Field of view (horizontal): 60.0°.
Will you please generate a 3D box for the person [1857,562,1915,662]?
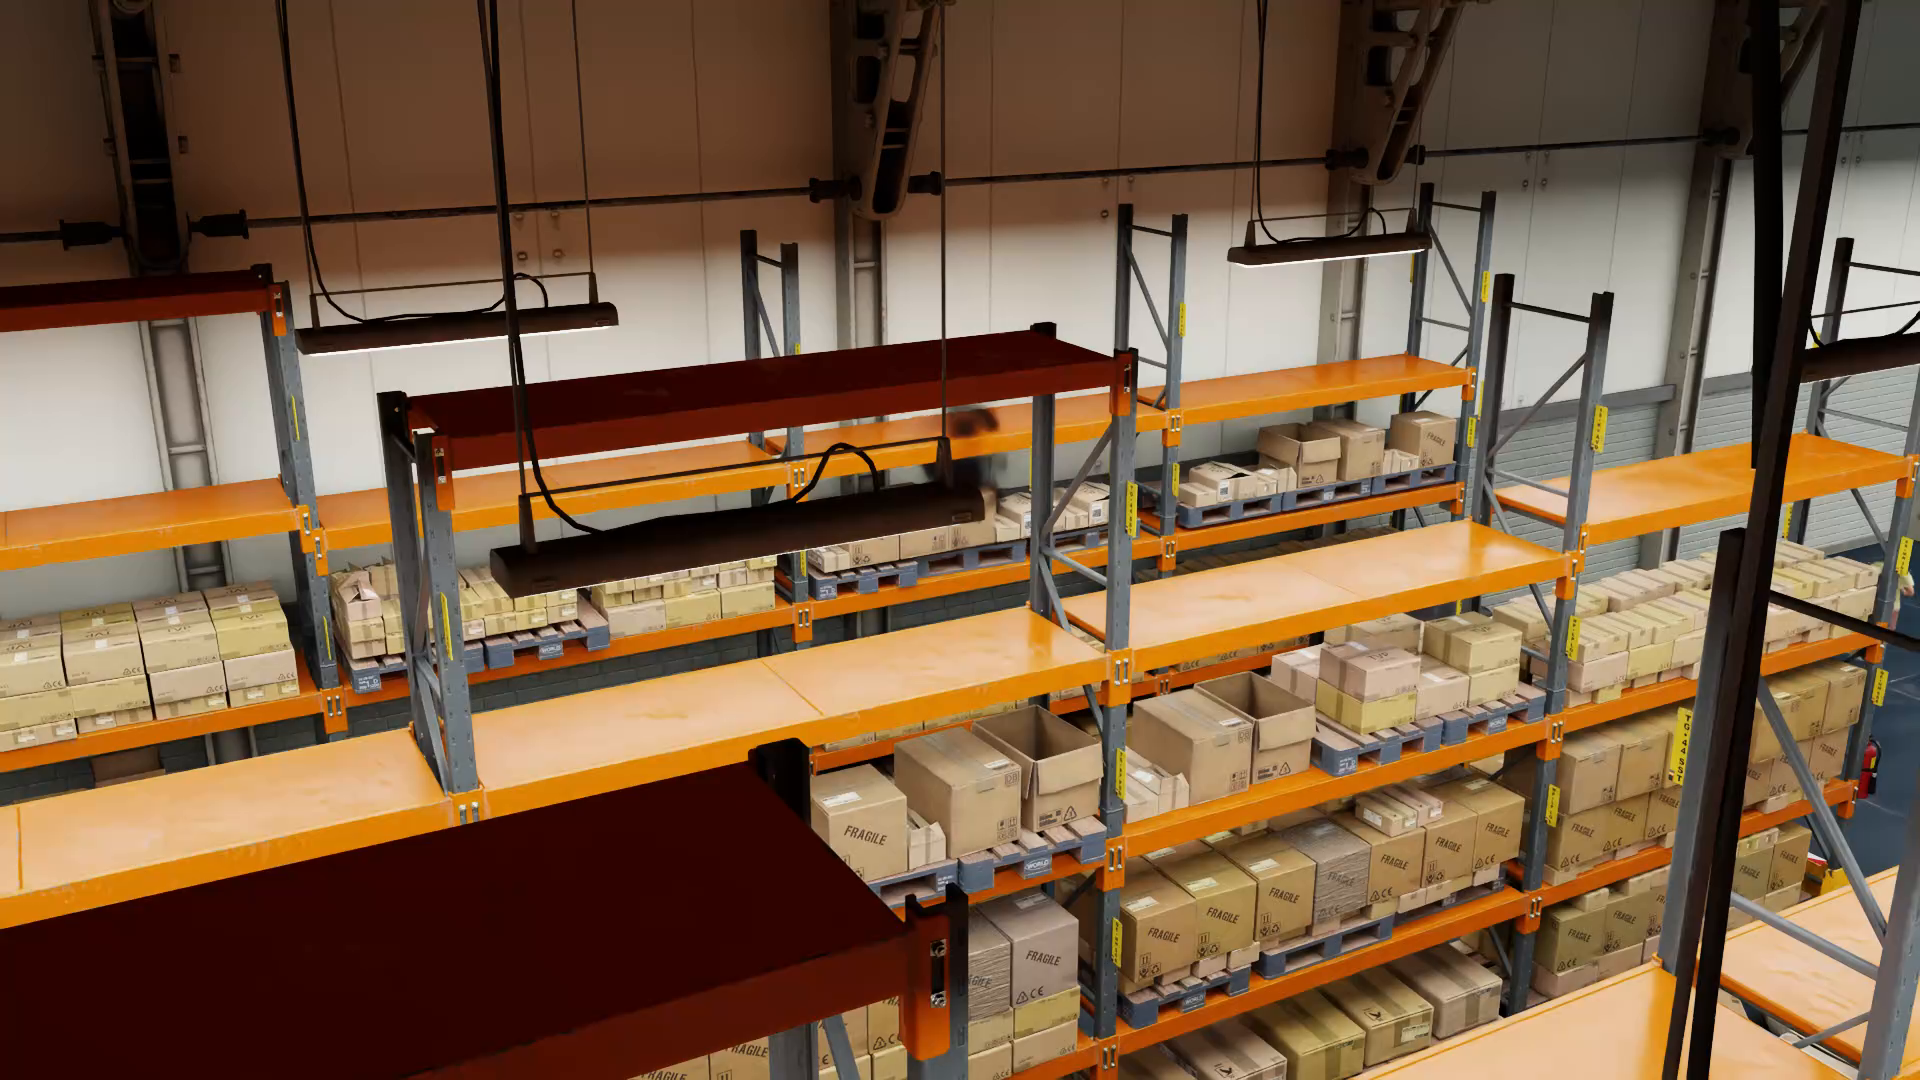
[{"bbox_3d":[11.360,0.815,20.451,0.617,1.635,0.560,17,25,41],"label":"person"}]
